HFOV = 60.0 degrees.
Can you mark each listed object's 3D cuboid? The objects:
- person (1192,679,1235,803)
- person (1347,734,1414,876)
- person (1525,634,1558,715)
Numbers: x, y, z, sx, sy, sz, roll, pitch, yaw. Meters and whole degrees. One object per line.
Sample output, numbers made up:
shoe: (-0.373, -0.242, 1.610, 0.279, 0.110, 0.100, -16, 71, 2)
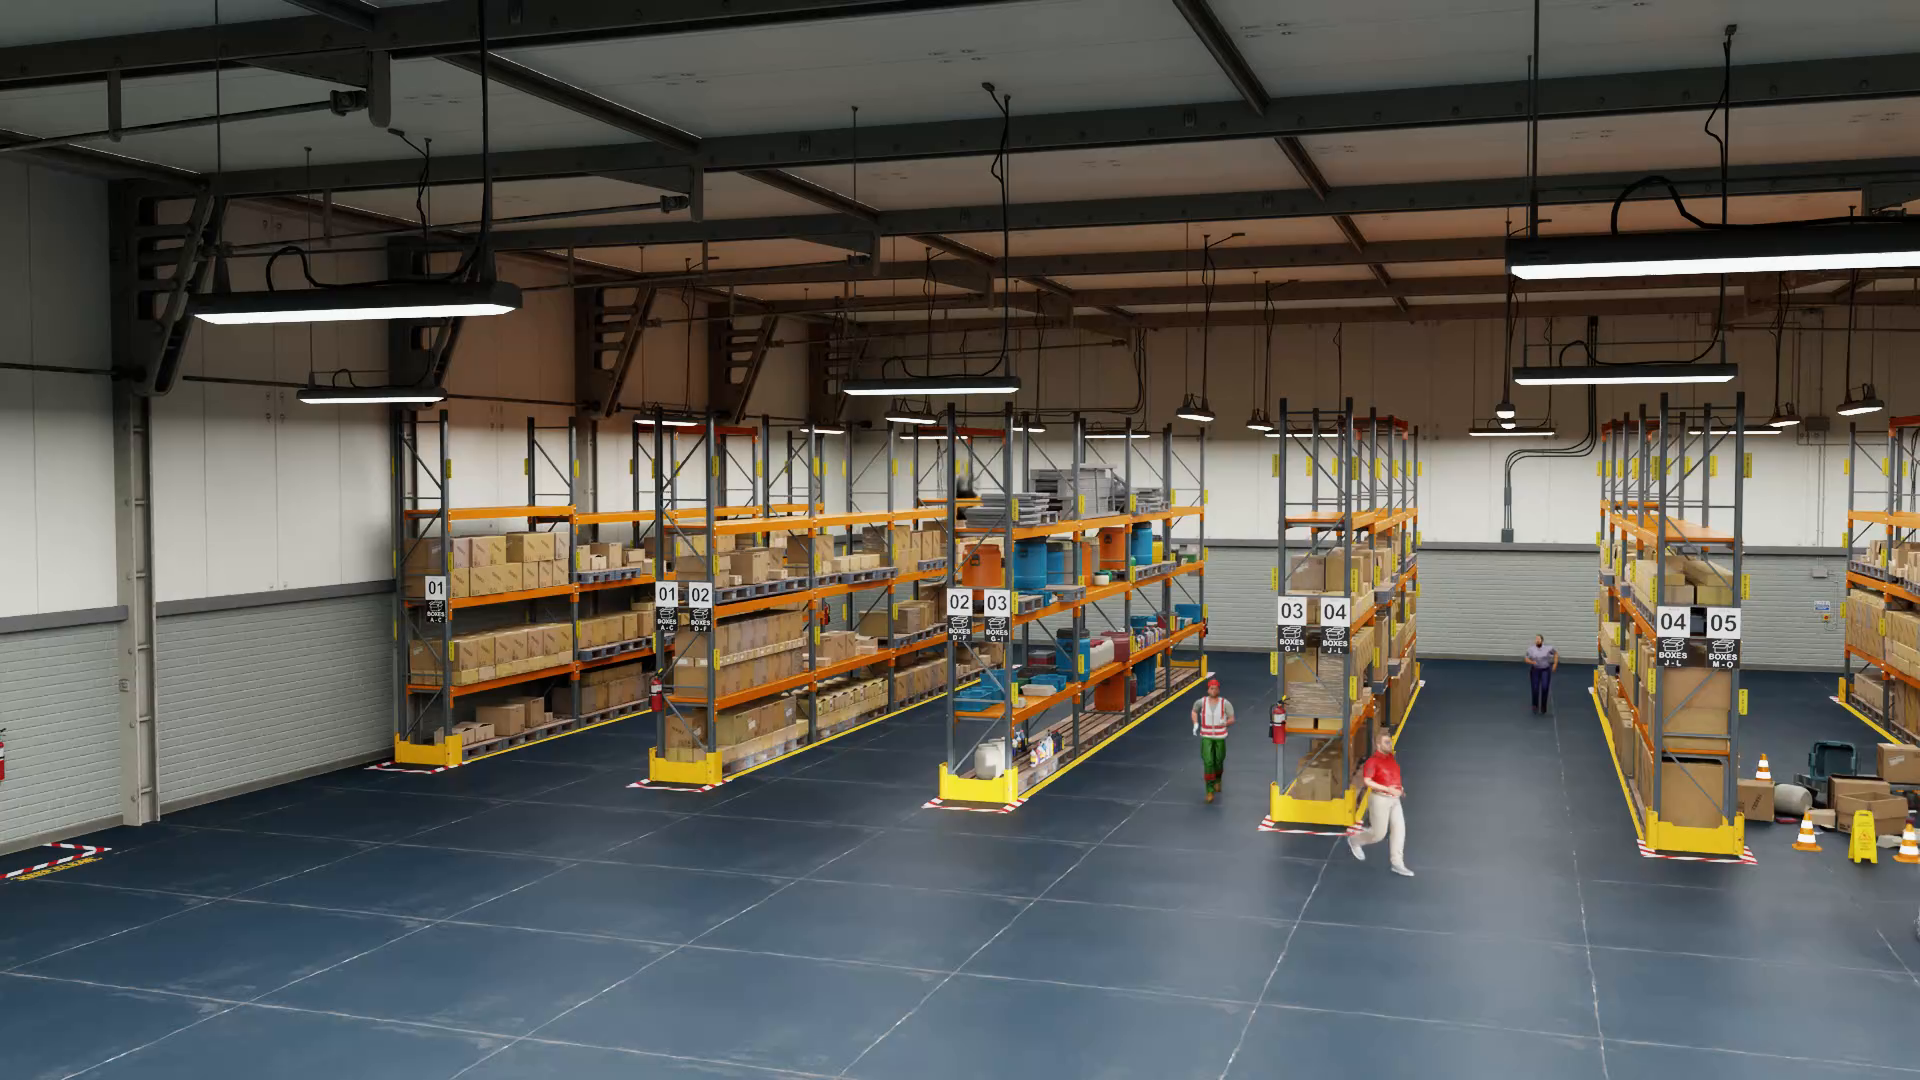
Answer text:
person: (3.846, 3.013, 25.249, 0.649, 1.804, 0.857, 0, 2, 8)
person: (5.252, 3.257, 20.650, 0.672, 1.715, 0.919, -2, 3, -38)
person: (11.845, 2.730, 33.903, 0.615, 1.635, 0.836, 1, 3, 24)
